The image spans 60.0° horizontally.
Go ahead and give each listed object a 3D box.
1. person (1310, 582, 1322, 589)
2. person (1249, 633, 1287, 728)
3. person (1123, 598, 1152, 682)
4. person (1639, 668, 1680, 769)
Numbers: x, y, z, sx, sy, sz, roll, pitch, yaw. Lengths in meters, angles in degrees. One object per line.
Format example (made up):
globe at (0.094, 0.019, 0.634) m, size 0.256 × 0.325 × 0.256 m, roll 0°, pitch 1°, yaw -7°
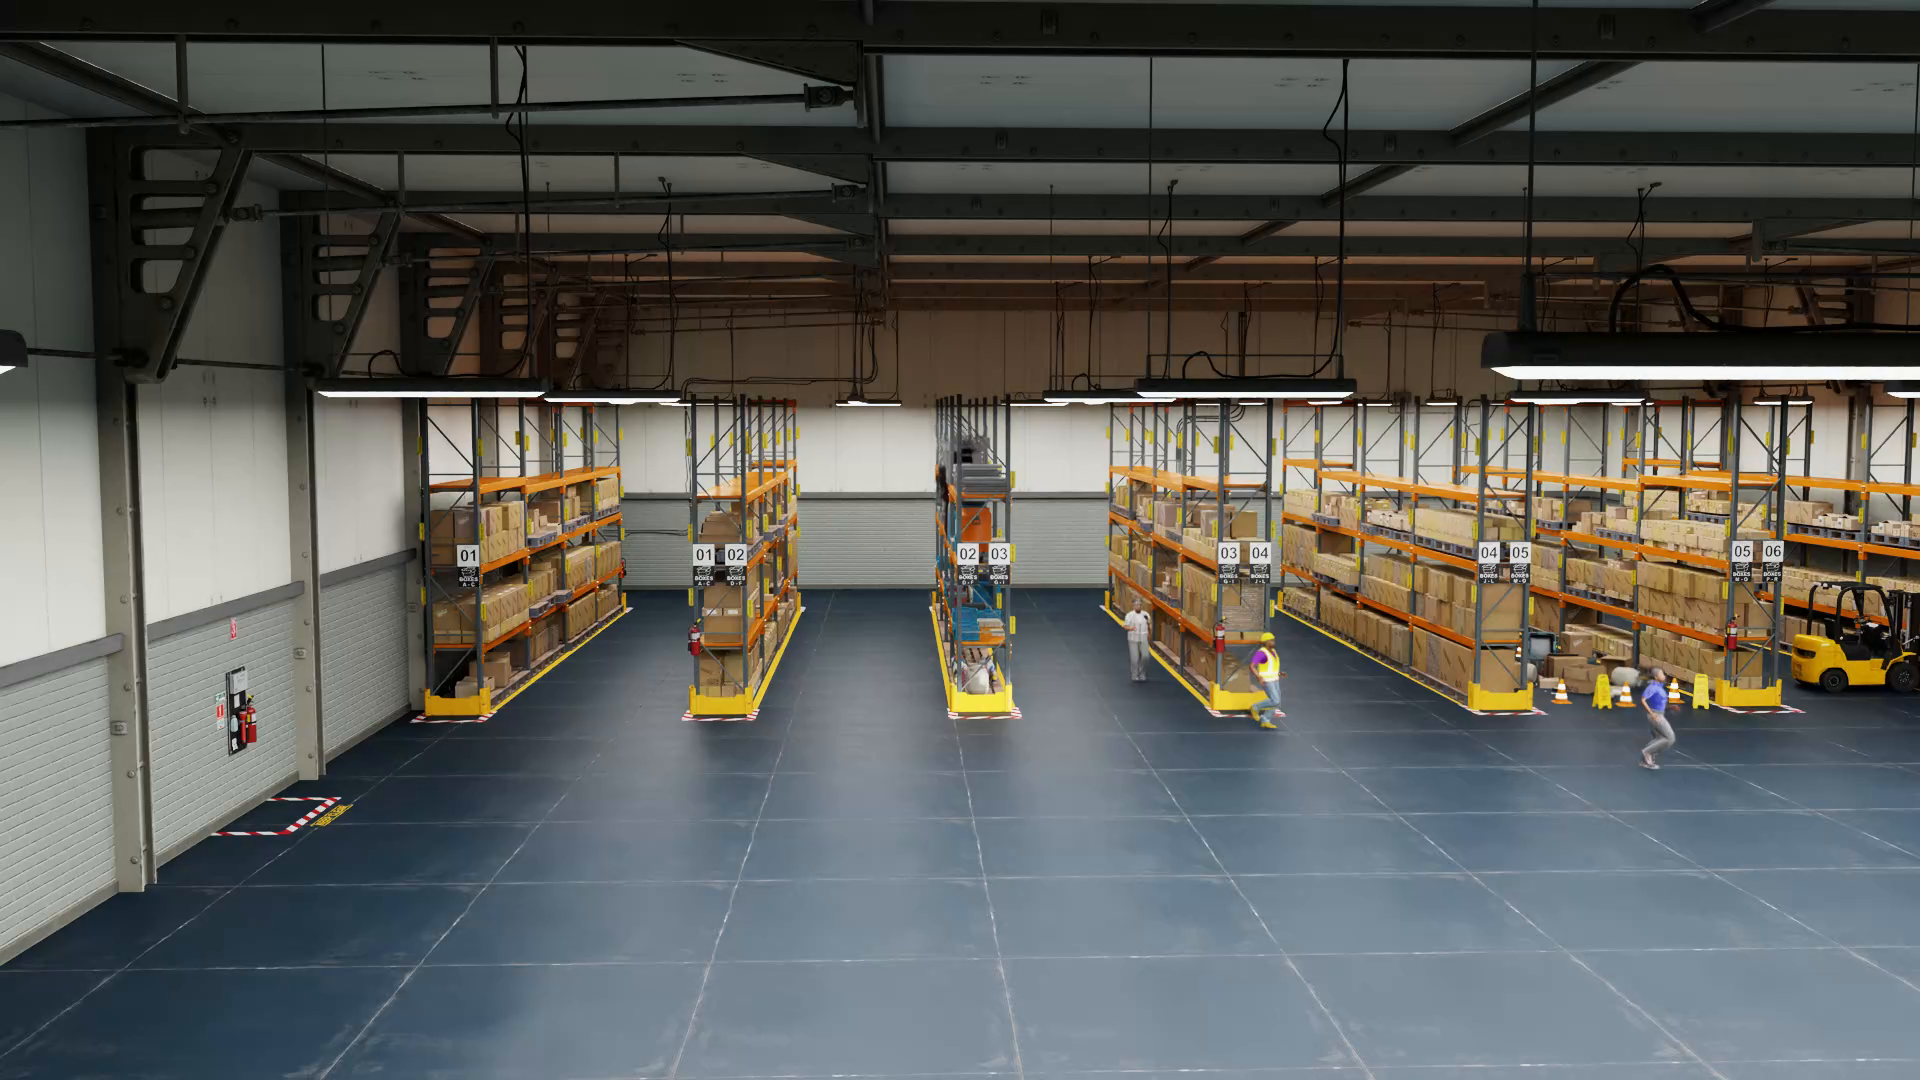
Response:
person at (10.493, 1.088, 48.932) m, size 0.806 × 1.663 × 0.620 m, roll 4°, pitch 6°, yaw 39°
person at (5.538, 2.521, 29.870) m, size 0.585 × 1.720 × 0.712 m, roll 4°, pitch 6°, yaw 39°
person at (3.749, 2.109, 34.858) m, size 0.625 × 1.789 × 0.651 m, roll 0°, pitch 5°, yaw -5°
person at (11.104, 2.835, 26.368) m, size 0.576 × 1.615 × 0.560 m, roll 2°, pitch 5°, yaw 27°
